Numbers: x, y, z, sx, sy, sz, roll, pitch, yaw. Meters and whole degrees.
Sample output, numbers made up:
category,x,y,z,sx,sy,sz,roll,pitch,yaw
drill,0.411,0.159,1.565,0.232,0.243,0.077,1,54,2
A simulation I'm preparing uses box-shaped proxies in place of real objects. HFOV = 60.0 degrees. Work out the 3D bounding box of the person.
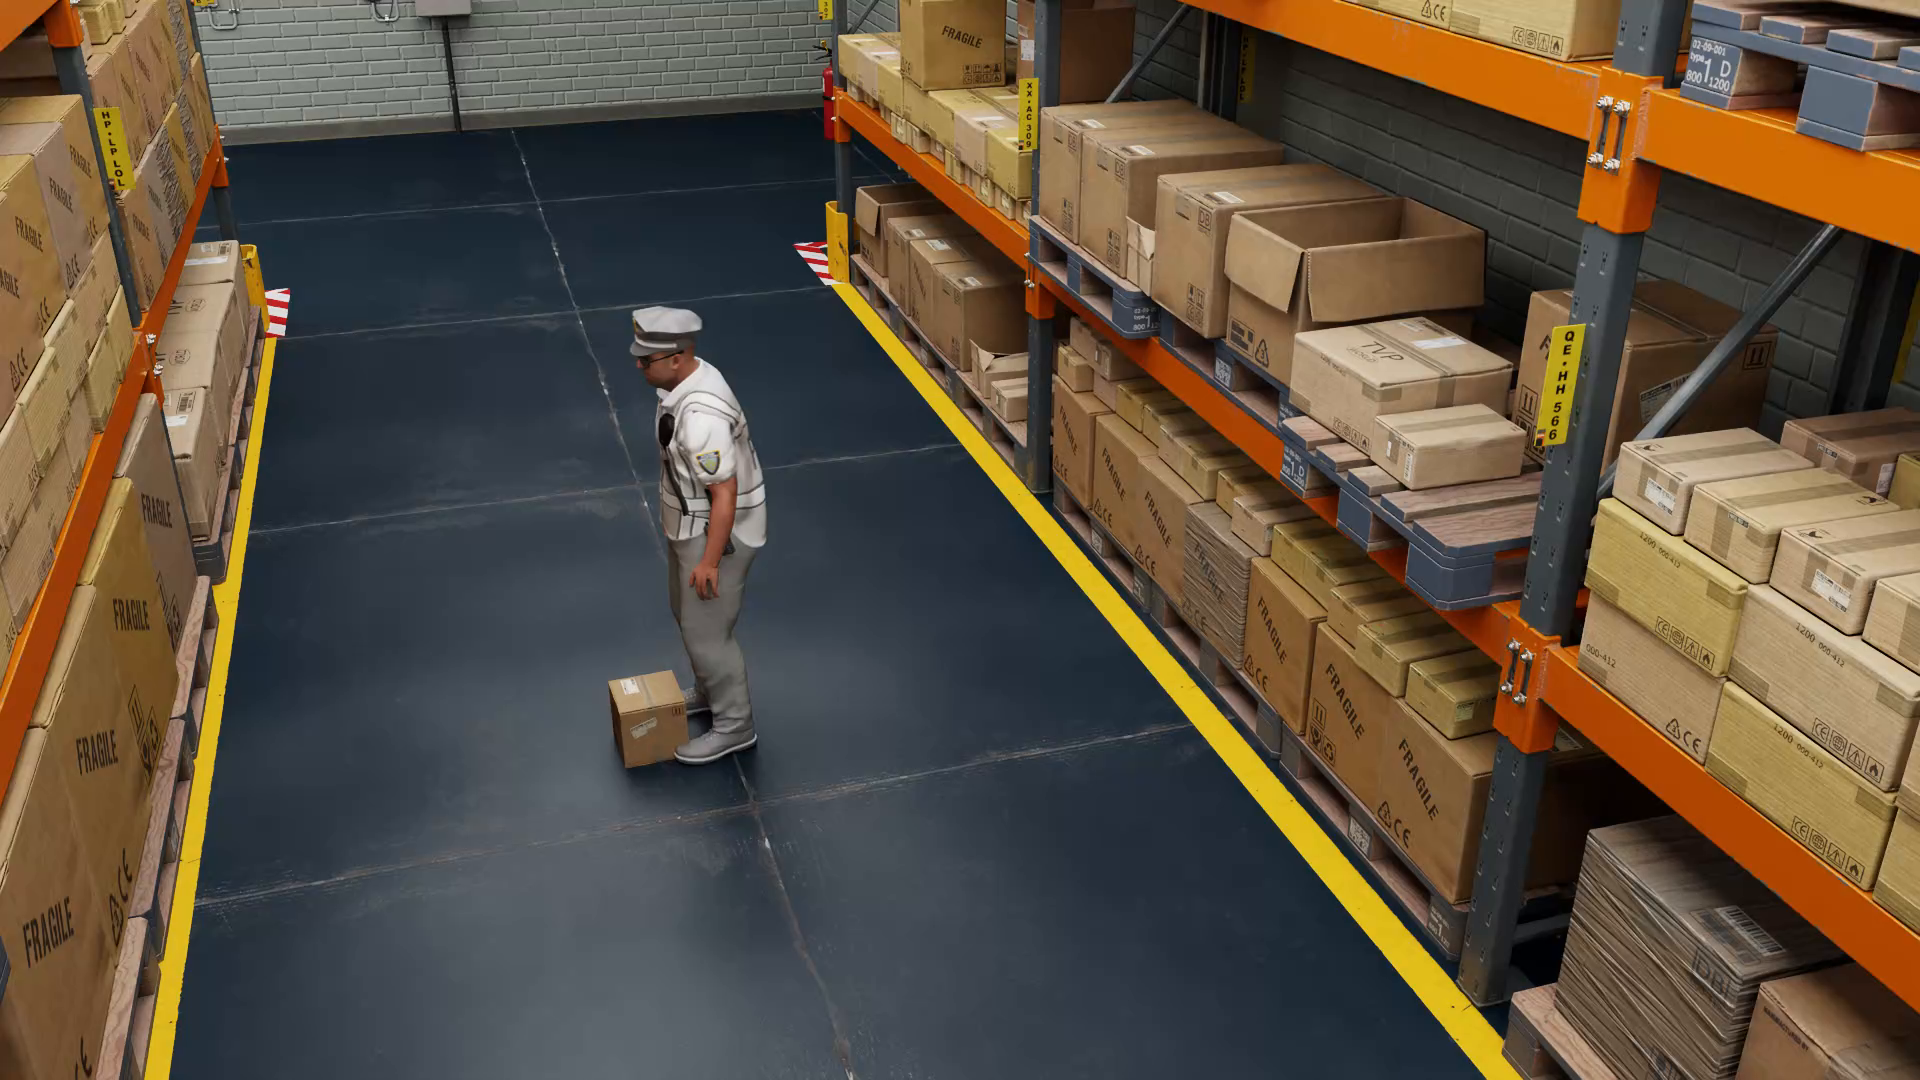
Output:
category,x,y,z,sx,sy,sz,roll,pitch,yaw
person,-0.943,-0.026,6.158,0.435,1.748,0.593,-9,27,-17
